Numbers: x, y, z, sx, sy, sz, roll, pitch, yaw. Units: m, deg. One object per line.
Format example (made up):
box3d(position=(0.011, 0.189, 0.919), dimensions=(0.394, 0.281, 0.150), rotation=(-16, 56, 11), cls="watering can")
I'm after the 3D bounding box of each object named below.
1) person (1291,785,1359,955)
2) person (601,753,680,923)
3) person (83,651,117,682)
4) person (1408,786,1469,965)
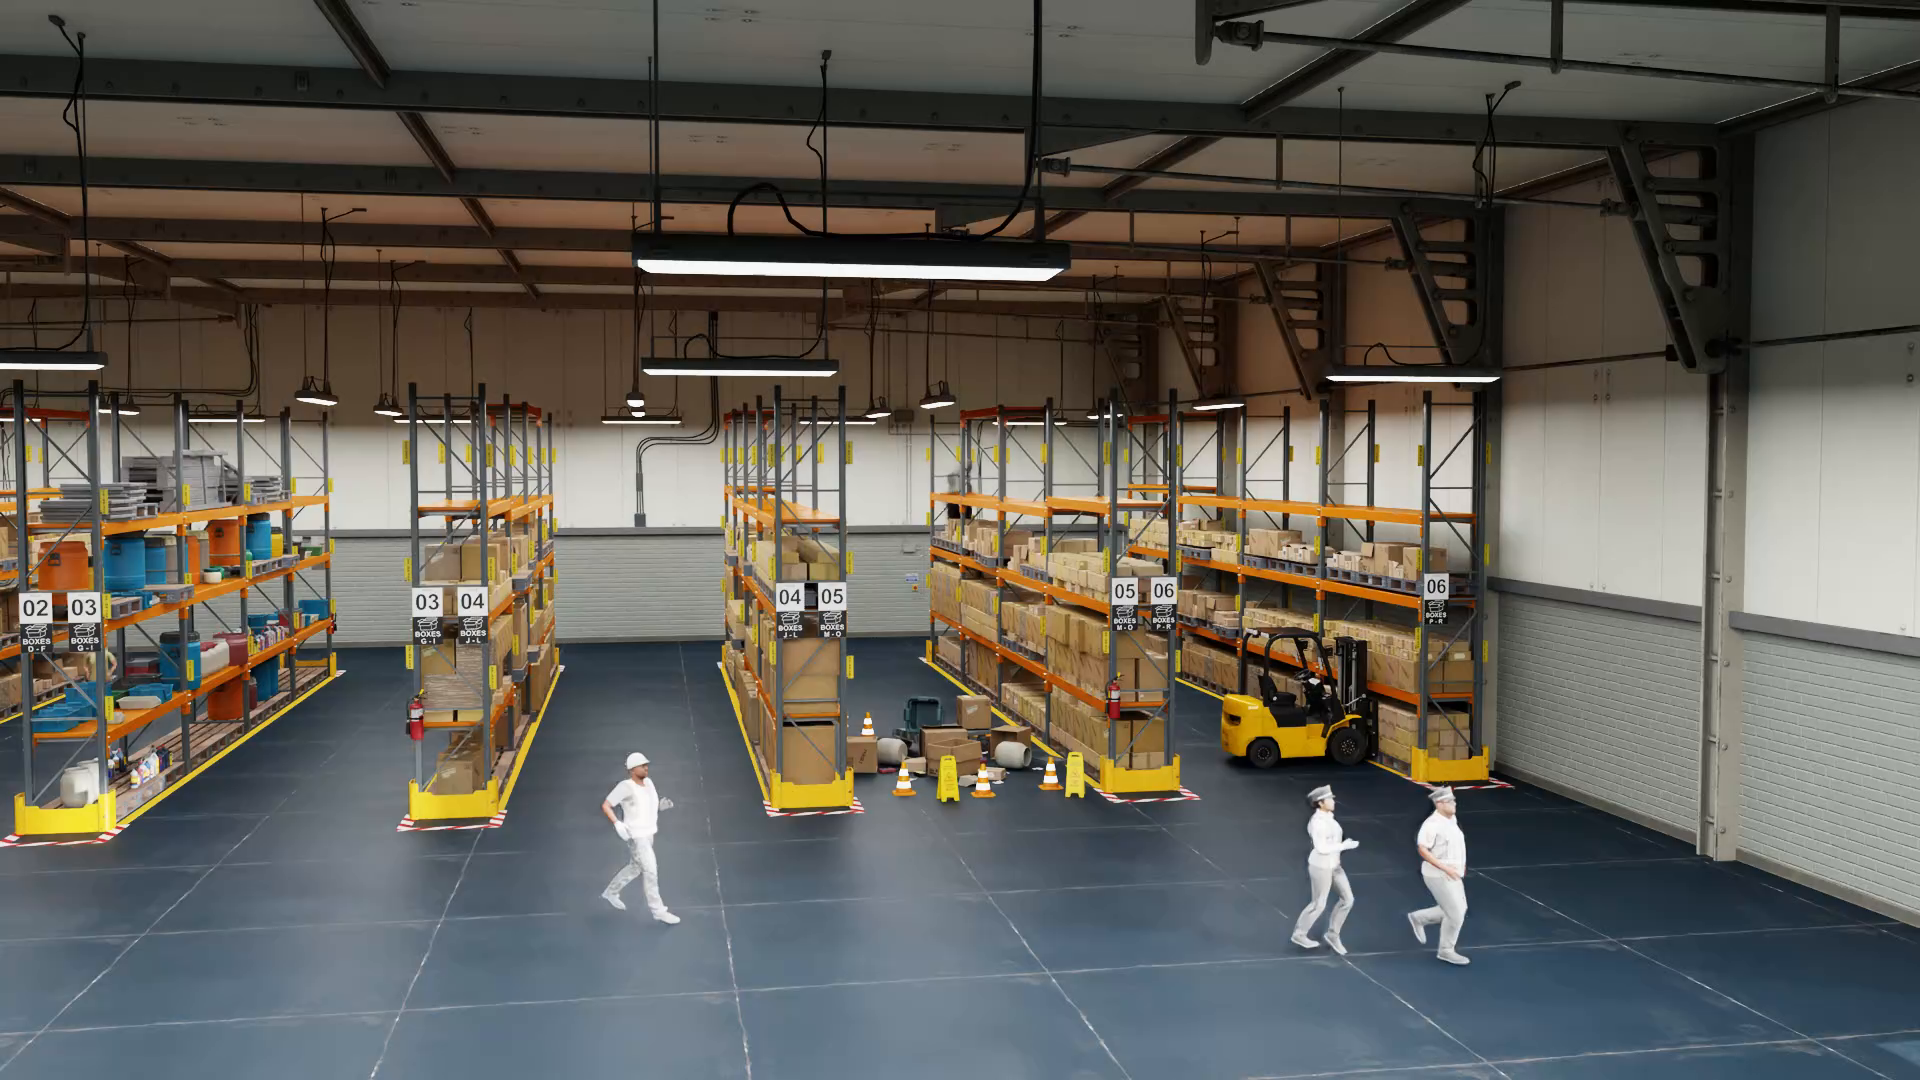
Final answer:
box3d(position=(3.679, 3.312, 16.693), dimensions=(0.684, 1.736, 0.592), rotation=(2, 3, 29), cls="person")
box3d(position=(-3.439, 3.171, 17.856), dimensions=(0.986, 1.777, 0.679), rotation=(1, 3, 16), cls="person")
box3d(position=(-15.988, 2.620, 30.901), dimensions=(0.558, 1.624, 0.533), rotation=(-1, 3, -18), cls="person")
box3d(position=(4.751, 3.291, 16.493), dimensions=(0.653, 1.739, 0.686), rotation=(2, 4, 37), cls="person")
